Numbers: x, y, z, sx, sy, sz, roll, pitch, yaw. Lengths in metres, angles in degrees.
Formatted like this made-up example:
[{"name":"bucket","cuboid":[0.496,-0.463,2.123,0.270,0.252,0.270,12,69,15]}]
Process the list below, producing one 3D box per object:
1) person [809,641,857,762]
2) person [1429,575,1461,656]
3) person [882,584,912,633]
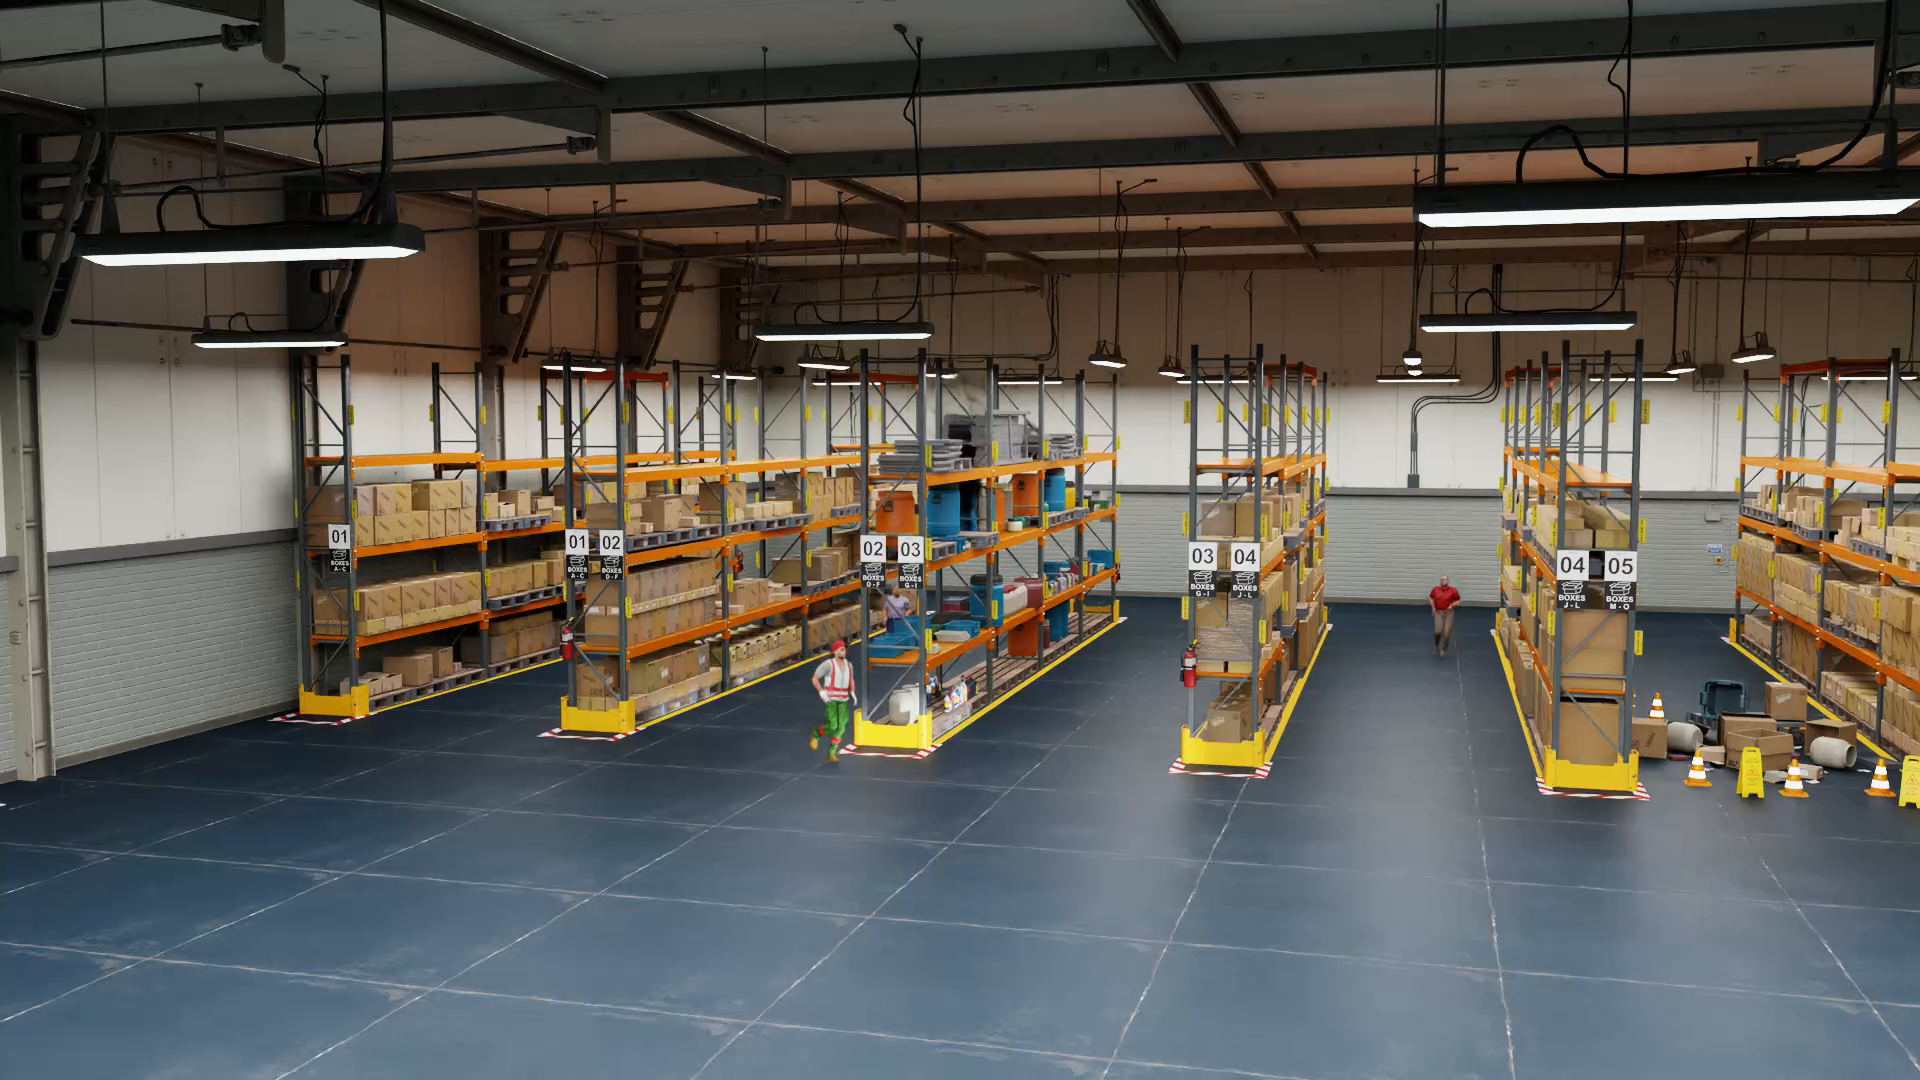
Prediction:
[{"name":"person","cuboid":[-1.792,2.330,24.235,0.705,1.711,0.705,-3,5,-37]},{"name":"person","cuboid":[10.001,1.579,34.355,0.639,1.703,0.624,2,5,20]},{"name":"person","cuboid":[-1.278,1.692,33.548,0.607,1.593,0.551,0,4,3]}]
